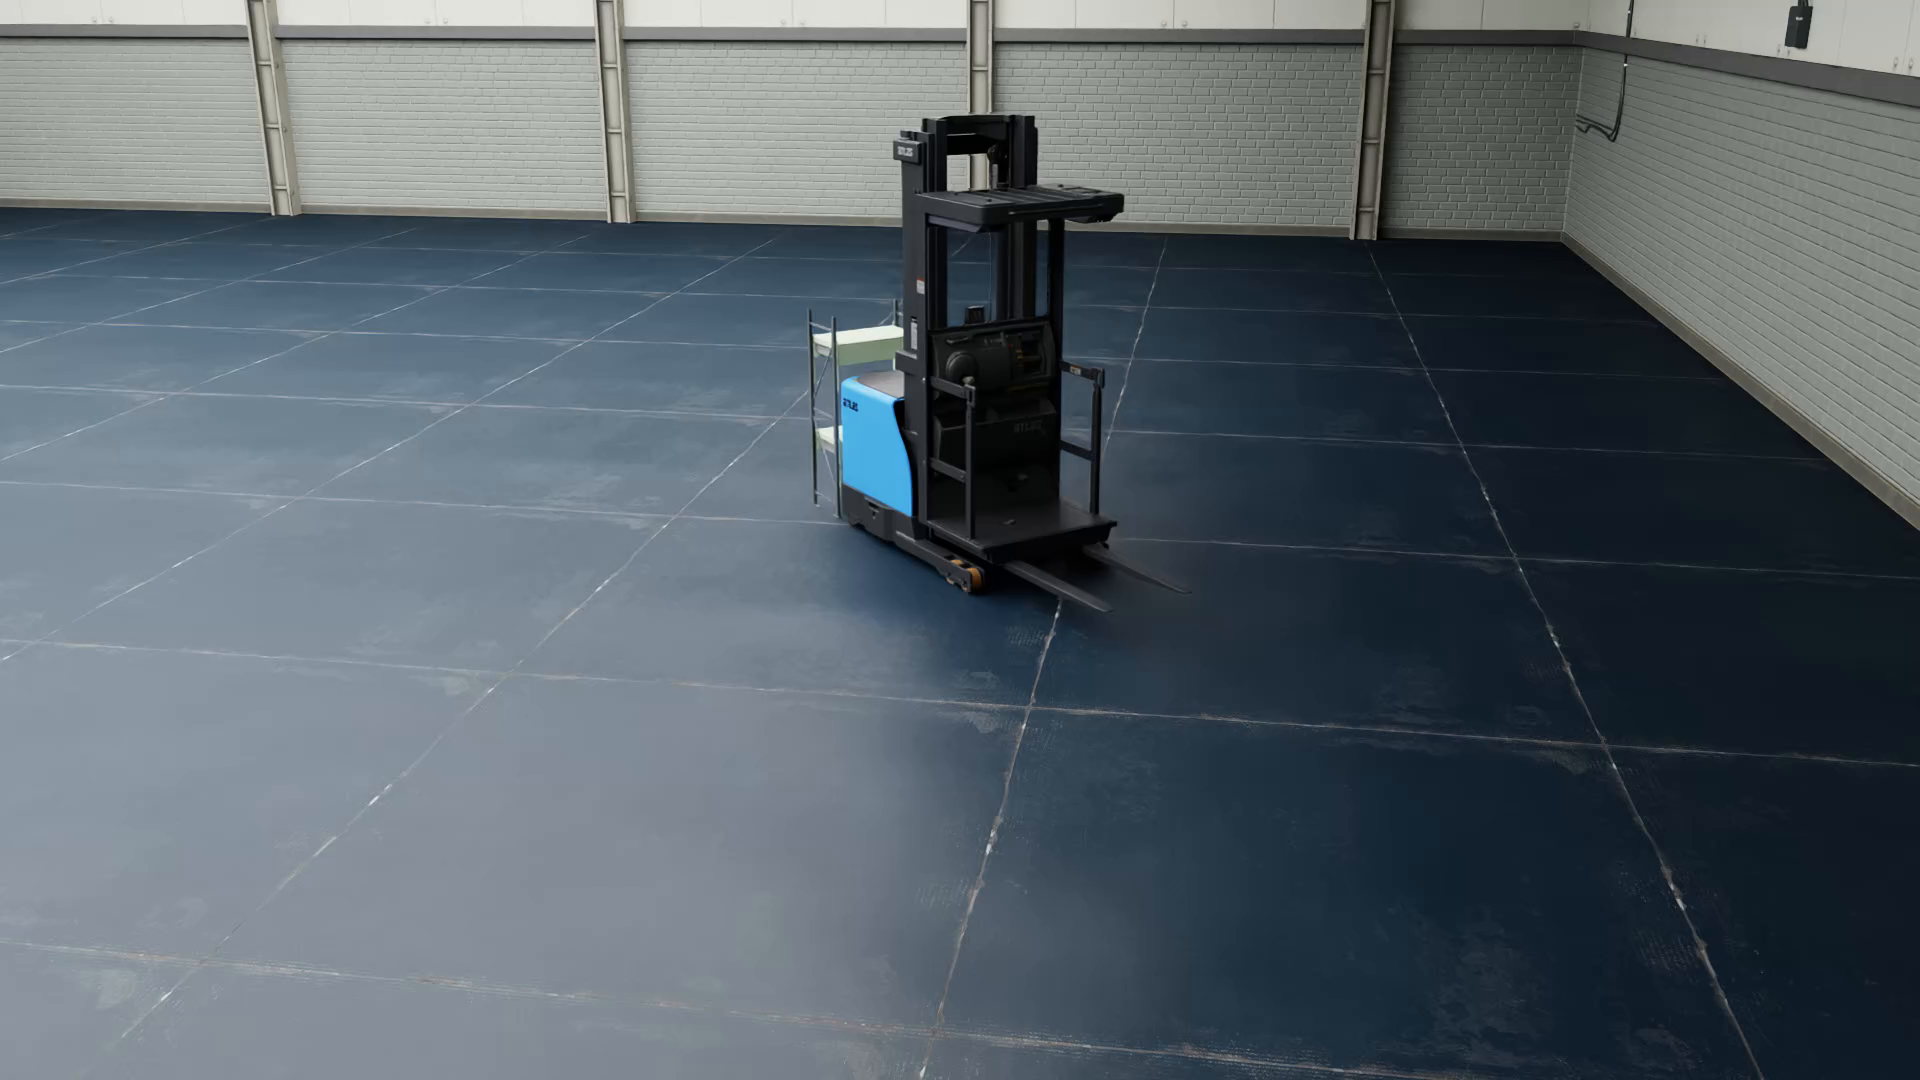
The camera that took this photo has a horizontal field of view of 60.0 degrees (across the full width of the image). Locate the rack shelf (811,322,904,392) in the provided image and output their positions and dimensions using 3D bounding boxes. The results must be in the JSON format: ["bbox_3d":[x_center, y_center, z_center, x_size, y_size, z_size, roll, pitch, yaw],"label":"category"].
[{"bbox_3d":[-0.691,-1.358,12.270,0.720,0.370,0.431,-12,22,-31],"label":"rack shelf"}]

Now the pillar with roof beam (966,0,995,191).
[{"bbox_3d":[-0.361,-7.896,21.218,0.400,9.000,9.100,3,19,9],"label":"pillar with roof beam"}]

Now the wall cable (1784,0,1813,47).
[{"bbox_3d":[7.423,-7.019,13.239,0.169,6.003,2.305,3,19,9],"label":"wall cable"}]

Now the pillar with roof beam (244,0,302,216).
[{"bbox_3d":[-12.209,-8.499,23.023,0.400,9.000,9.100,3,19,9],"label":"pillar with roof beam"}]

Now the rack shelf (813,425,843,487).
[{"bbox_3d":[-0.691,-0.679,12.497,0.720,0.370,0.431,-12,22,-31],"label":"rack shelf"}]

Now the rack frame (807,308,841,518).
[{"bbox_3d":[-0.999,-0.926,12.206,0.023,1.500,0.400,-12,22,-31],"label":"rack frame"}]

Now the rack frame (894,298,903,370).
[{"bbox_3d":[-0.383,-1.051,12.581,0.023,1.500,0.400,-12,22,-31],"label":"rack frame"}]

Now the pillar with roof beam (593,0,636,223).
[{"bbox_3d":[-6.285,-8.198,22.121,0.400,9.000,9.100,3,19,9],"label":"pillar with roof beam"}]

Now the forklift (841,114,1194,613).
[{"bbox_3d":[0.344,-1.216,10.818,1.130,2.935,3.031,-11,22,-30],"label":"forklift"}]

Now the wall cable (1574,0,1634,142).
[{"bbox_3d":[8.945,-6.907,23.158,0.112,2.526,3.097,3,19,9],"label":"wall cable"}]

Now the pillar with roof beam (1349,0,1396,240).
[{"bbox_3d":[5.563,-7.594,20.316,0.400,9.000,9.100,3,19,9],"label":"pillar with roof beam"}]

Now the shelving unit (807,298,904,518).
[{"bbox_3d":[-0.691,-0.988,12.393,0.755,1.500,0.431,-12,22,-31],"label":"shelving unit"}]
